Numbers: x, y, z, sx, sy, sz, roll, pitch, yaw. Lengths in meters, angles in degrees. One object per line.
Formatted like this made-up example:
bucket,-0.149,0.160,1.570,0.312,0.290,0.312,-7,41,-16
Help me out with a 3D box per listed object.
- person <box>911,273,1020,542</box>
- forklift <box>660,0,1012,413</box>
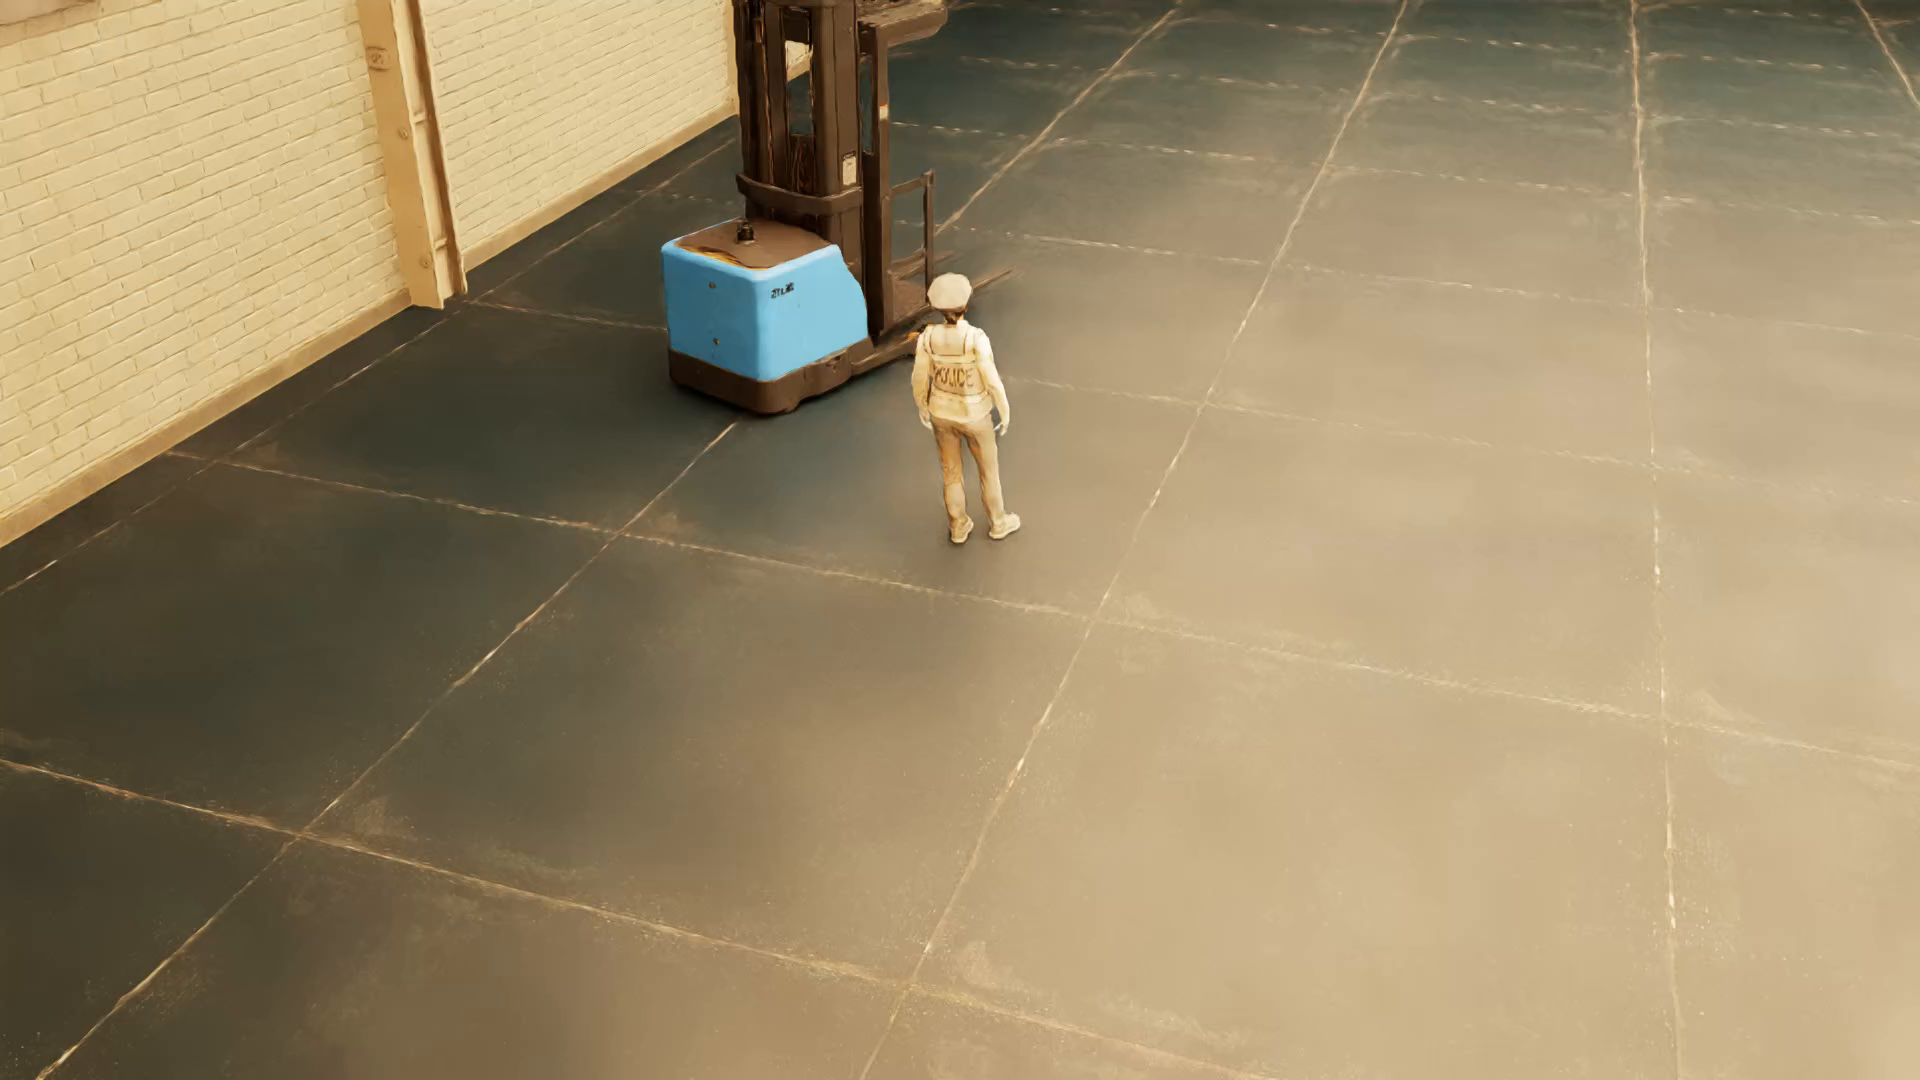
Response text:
person,0.029,-0.773,9.727,0.586,1.695,0.533,10,31,16
forklift,-0.782,-2.813,12.071,1.130,2.935,3.031,22,36,33
